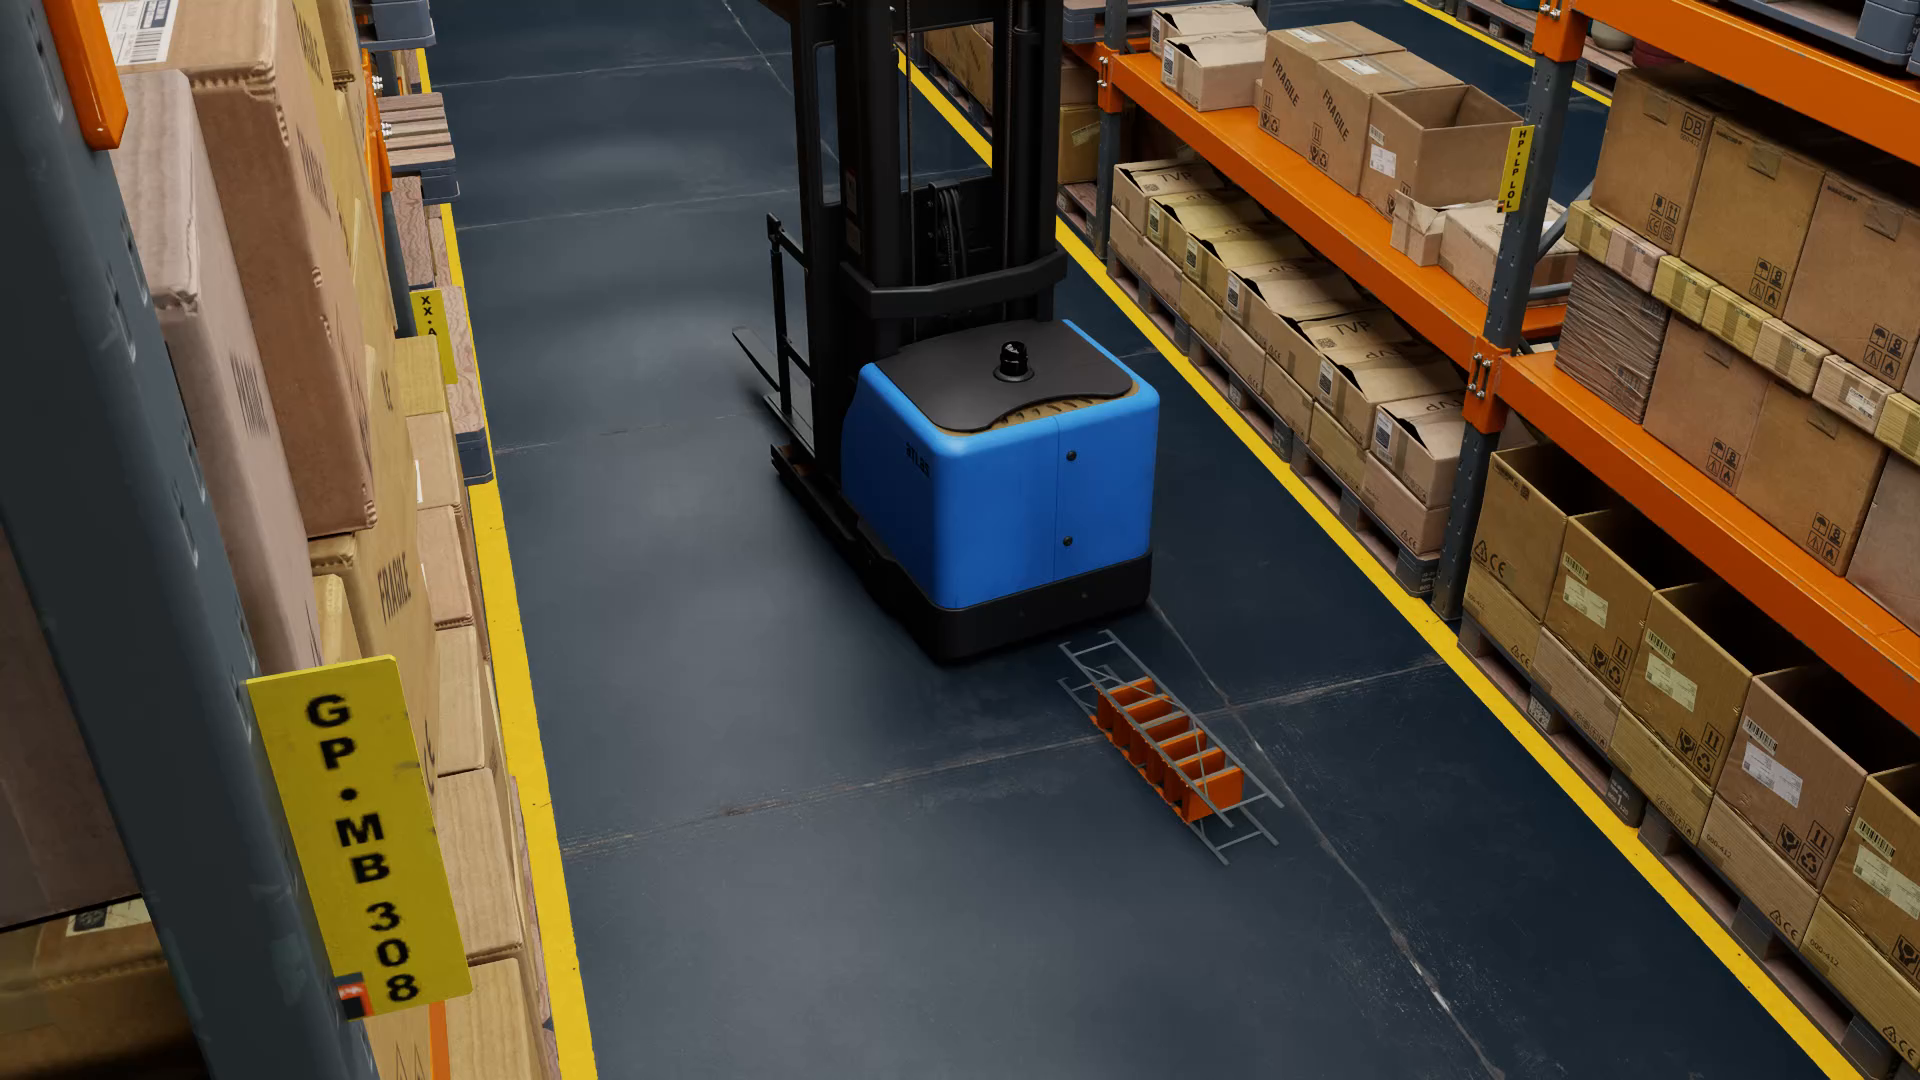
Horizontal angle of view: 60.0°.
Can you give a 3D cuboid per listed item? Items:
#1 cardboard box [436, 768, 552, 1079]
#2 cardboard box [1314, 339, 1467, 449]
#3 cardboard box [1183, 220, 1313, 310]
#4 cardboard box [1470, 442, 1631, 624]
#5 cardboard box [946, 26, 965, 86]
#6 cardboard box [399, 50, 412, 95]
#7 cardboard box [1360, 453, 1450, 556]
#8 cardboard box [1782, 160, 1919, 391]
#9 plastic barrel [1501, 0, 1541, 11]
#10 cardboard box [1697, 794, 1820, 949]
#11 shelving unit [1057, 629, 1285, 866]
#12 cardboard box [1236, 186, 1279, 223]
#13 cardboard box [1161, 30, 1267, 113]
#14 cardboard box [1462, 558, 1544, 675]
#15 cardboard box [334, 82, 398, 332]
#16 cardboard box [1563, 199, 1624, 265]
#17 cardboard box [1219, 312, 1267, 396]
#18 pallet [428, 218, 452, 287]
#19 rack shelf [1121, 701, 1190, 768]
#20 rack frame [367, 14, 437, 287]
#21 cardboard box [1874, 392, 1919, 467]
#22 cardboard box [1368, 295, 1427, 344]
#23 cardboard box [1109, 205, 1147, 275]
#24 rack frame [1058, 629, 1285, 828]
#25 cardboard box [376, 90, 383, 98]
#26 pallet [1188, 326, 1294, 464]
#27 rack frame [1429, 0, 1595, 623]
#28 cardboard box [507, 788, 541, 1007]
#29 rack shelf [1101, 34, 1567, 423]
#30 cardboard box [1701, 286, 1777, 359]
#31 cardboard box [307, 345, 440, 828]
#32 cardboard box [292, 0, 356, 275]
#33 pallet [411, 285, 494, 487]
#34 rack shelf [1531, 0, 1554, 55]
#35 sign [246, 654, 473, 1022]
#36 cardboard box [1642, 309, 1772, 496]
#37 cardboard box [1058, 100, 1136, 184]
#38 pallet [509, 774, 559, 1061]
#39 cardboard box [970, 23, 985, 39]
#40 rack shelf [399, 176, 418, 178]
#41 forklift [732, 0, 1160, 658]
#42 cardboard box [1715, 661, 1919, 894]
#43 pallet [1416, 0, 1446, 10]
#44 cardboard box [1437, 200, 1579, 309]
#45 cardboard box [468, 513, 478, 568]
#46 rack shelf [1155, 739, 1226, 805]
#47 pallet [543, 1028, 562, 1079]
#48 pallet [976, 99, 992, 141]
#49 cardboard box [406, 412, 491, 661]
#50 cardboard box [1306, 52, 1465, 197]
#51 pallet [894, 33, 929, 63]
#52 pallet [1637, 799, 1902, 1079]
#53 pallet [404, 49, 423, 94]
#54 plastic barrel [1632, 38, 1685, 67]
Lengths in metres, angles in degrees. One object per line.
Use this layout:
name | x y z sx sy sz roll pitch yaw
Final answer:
cardboard box | -1.092 0.835 3.203 0.500 0.500 0.500 -11 35 -16
cardboard box | 1.995 -0.705 7.701 0.500 0.311 0.500 -9 35 -13
cardboard box | 1.538 -1.502 8.907 0.500 0.311 0.500 -11 35 -16
cardboard box | 2.400 -0.052 6.540 0.500 0.500 0.500 -10 35 -15
cardboard box | 0.205 -3.775 12.610 0.500 0.500 0.500 -10 35 -14
cardboard box | -4.004 -2.865 10.934 0.750 0.750 0.750 -9 35 -13
cardboard box | 2.154 -0.204 7.451 0.500 0.250 0.500 -10 35 -15
cardboard box | 3.005 -0.830 5.018 0.700 0.500 0.500 -10 35 -15
plastic barrel | 4.984 -5.049 14.193 0.600 0.901 0.708 -10 35 -15
cardboard box | 2.863 1.048 5.557 0.500 0.250 0.500 -10 35 -15
shelving unit | 0.781 0.769 6.411 0.258 0.189 1.200 -16 37 -23
cardboard box | 1.895 -1.864 9.454 0.500 0.311 0.500 -11 35 -15
cardboard box | 1.425 -2.568 8.996 0.500 0.311 0.500 -10 35 -15
cardboard box | 2.409 0.260 6.750 0.500 0.250 0.500 -10 35 -15
cardboard box | -1.423 -0.698 3.255 0.500 0.500 0.500 -11 35 -17
cardboard box | 2.454 -1.146 6.084 0.380 0.149 0.250 -10 35 -15
cardboard box | 1.691 -1.006 8.664 0.500 0.250 0.500 -9 35 -14
pallet | -3.549 -1.535 9.882 1.003 0.211 1.213 -10 35 -15
rack shelf | 0.761 0.747 6.444 0.258 0.180 0.103 -16 37 -23
rack frame | -3.380 -2.272 8.467 1.000 3.000 0.127 -10 35 -15
cardboard box | 2.930 -0.333 4.854 0.380 0.149 0.250 -10 35 -15
cardboard box | 2.361 -1.063 8.242 0.500 0.311 0.500 -11 35 -16
cardboard box | 1.216 -1.811 9.883 0.500 0.250 0.500 -10 35 -15
rack frame | 0.781 0.692 6.361 0.240 0.006 1.200 -16 37 -23
cardboard box | -3.260 -2.387 8.852 0.380 0.149 0.250 -11 35 -15
pallet | 1.919 -0.865 8.868 1.003 0.211 1.213 -10 35 -15
rack frame | 2.556 -1.007 6.553 1.000 3.000 0.127 -10 35 -15
cardboard box | -1.260 0.868 3.833 0.500 0.250 0.500 -10 35 -14
rack shelf | 1.946 -1.757 8.340 1.077 0.370 4.000 -10 35 -15
cardboard box | 2.692 -0.741 5.472 0.380 0.149 0.250 -10 35 -15
cardboard box | -0.934 0.121 2.016 0.500 0.500 0.500 -8 34 -12
cardboard box | -1.098 -0.573 2.159 0.500 0.500 0.500 -9 35 -13
pallet | -2.255 -0.518 5.986 1.003 0.211 1.213 -10 35 -15
rack shelf | 1.946 -3.008 7.513 1.077 0.370 4.000 -10 35 -15
sign | -0.423 0.221 1.181 0.100 0.325 0.005 -10 35 -15
cardboard box | 2.865 -0.541 5.757 0.700 0.500 0.500 -10 35 -15
cardboard box | 0.827 -2.699 10.982 0.500 0.500 0.500 -9 34 -13
pallet | -1.921 1.338 5.533 1.003 0.211 1.213 -10 35 -15
cardboard box | 0.337 -3.841 12.029 0.500 0.250 0.500 -10 35 -15
rack shelf | -2.770 -0.922 7.077 1.077 0.370 4.000 -10 35 -15
forklift | -0.276 -1.531 7.409 1.130 2.935 3.031 -15 36 -22
cardboard box | 2.859 0.736 5.349 0.500 0.500 0.500 -10 35 -15
pallet | 4.573 -5.254 15.510 1.003 0.211 1.213 -10 35 -15
cardboard box | 2.365 -1.195 6.974 0.500 0.250 0.500 -8 34 -12
cardboard box | -1.727 0.080 5.026 0.500 0.250 0.500 -10 35 -15
rack shelf | 0.871 0.864 6.266 0.258 0.180 0.103 -16 37 -23
pallet | -1.546 1.980 4.562 1.003 0.211 1.213 -10 35 -15
pallet | 0.776 -2.981 12.070 1.003 0.211 1.213 -10 35 -15
cardboard box | -1.564 0.027 4.426 0.500 0.500 0.500 -10 35 -15
cardboard box | 2.024 -1.994 7.956 0.500 0.500 0.500 -10 35 -15
pallet | -0.092 -4.404 14.224 1.003 0.211 1.213 -10 35 -15
pallet | 3.135 1.223 5.708 1.003 0.211 1.213 -10 35 -15
pallet | -4.758 -3.621 13.039 1.003 0.211 1.213 -10 35 -15
plastic barrel | 5.545 -3.954 12.819 0.600 0.588 0.708 -10 35 -15
